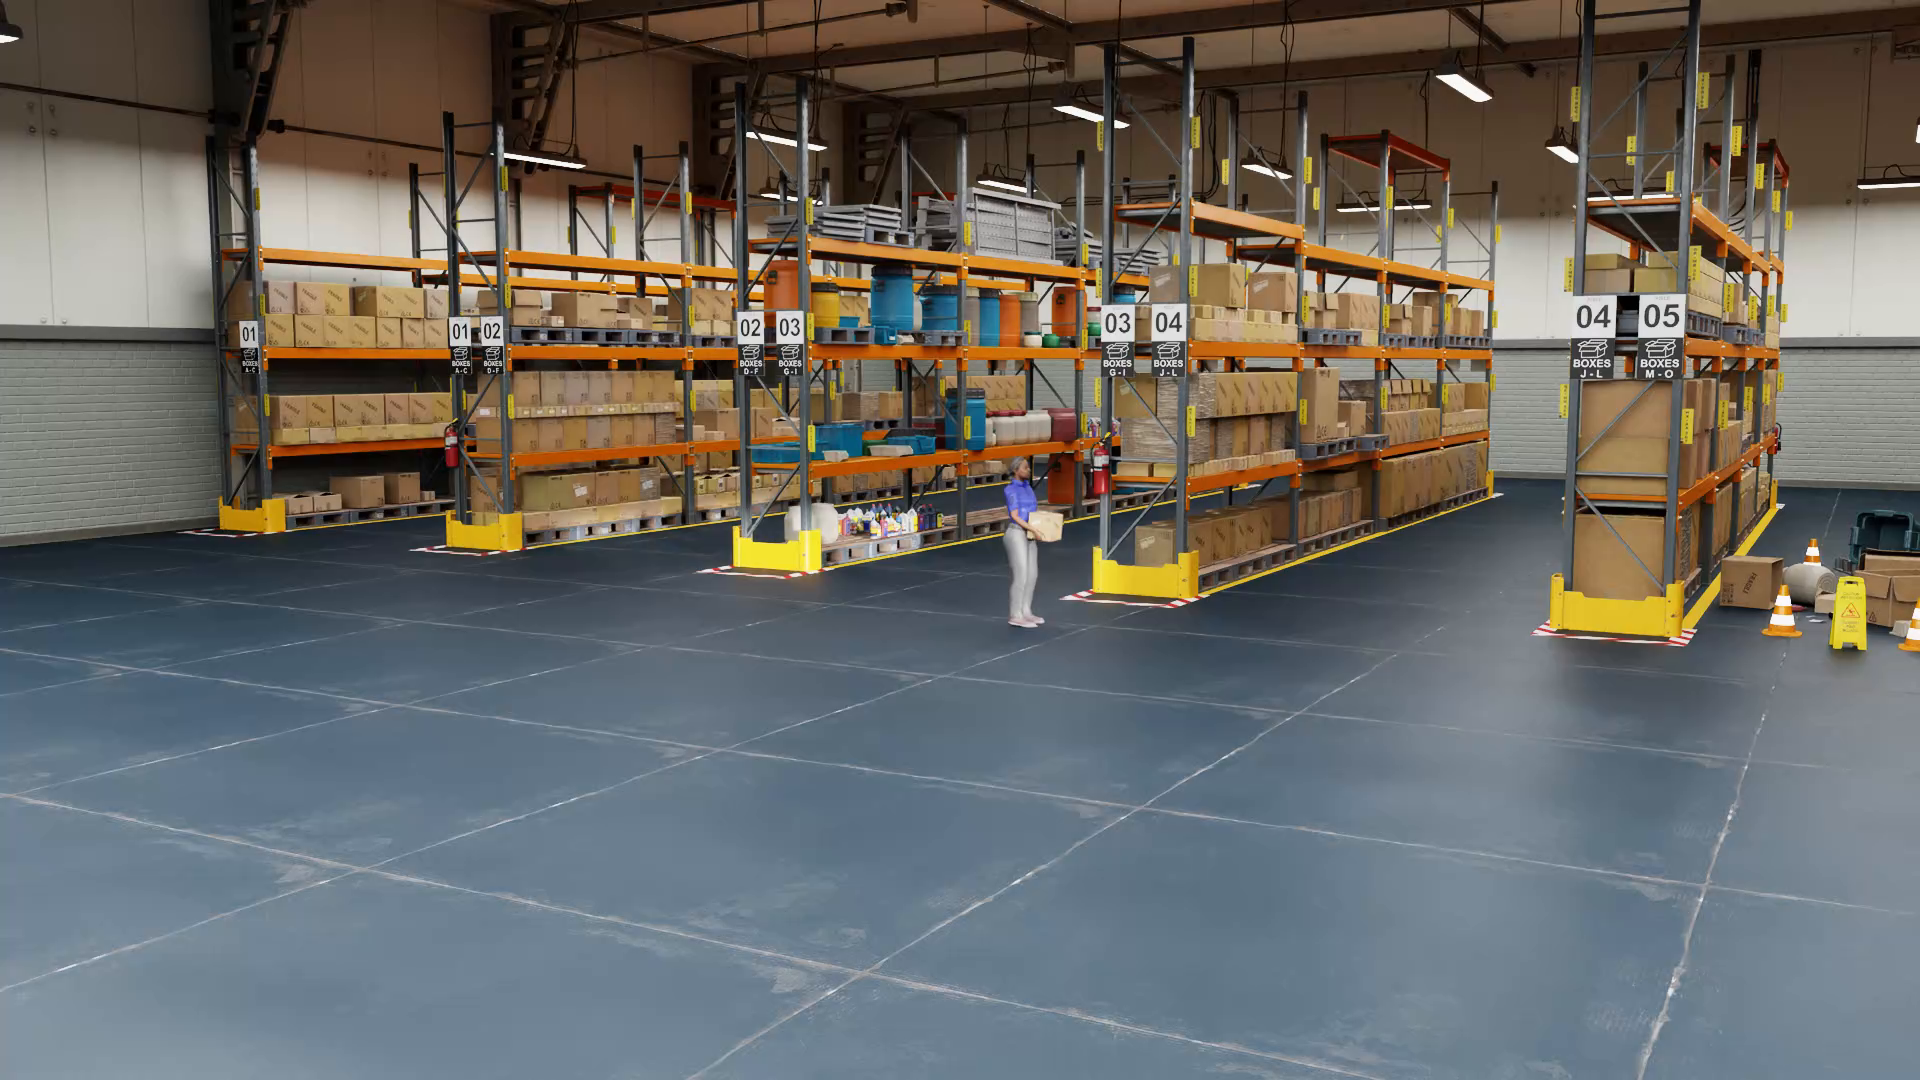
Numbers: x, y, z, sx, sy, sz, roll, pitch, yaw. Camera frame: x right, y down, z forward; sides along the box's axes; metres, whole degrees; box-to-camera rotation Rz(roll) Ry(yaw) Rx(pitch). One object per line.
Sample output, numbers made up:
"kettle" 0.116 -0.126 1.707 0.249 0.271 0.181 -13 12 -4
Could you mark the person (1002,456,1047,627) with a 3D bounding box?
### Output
"person" 0.679 0.012 16.283 0.500 1.653 0.460 3 7 28
